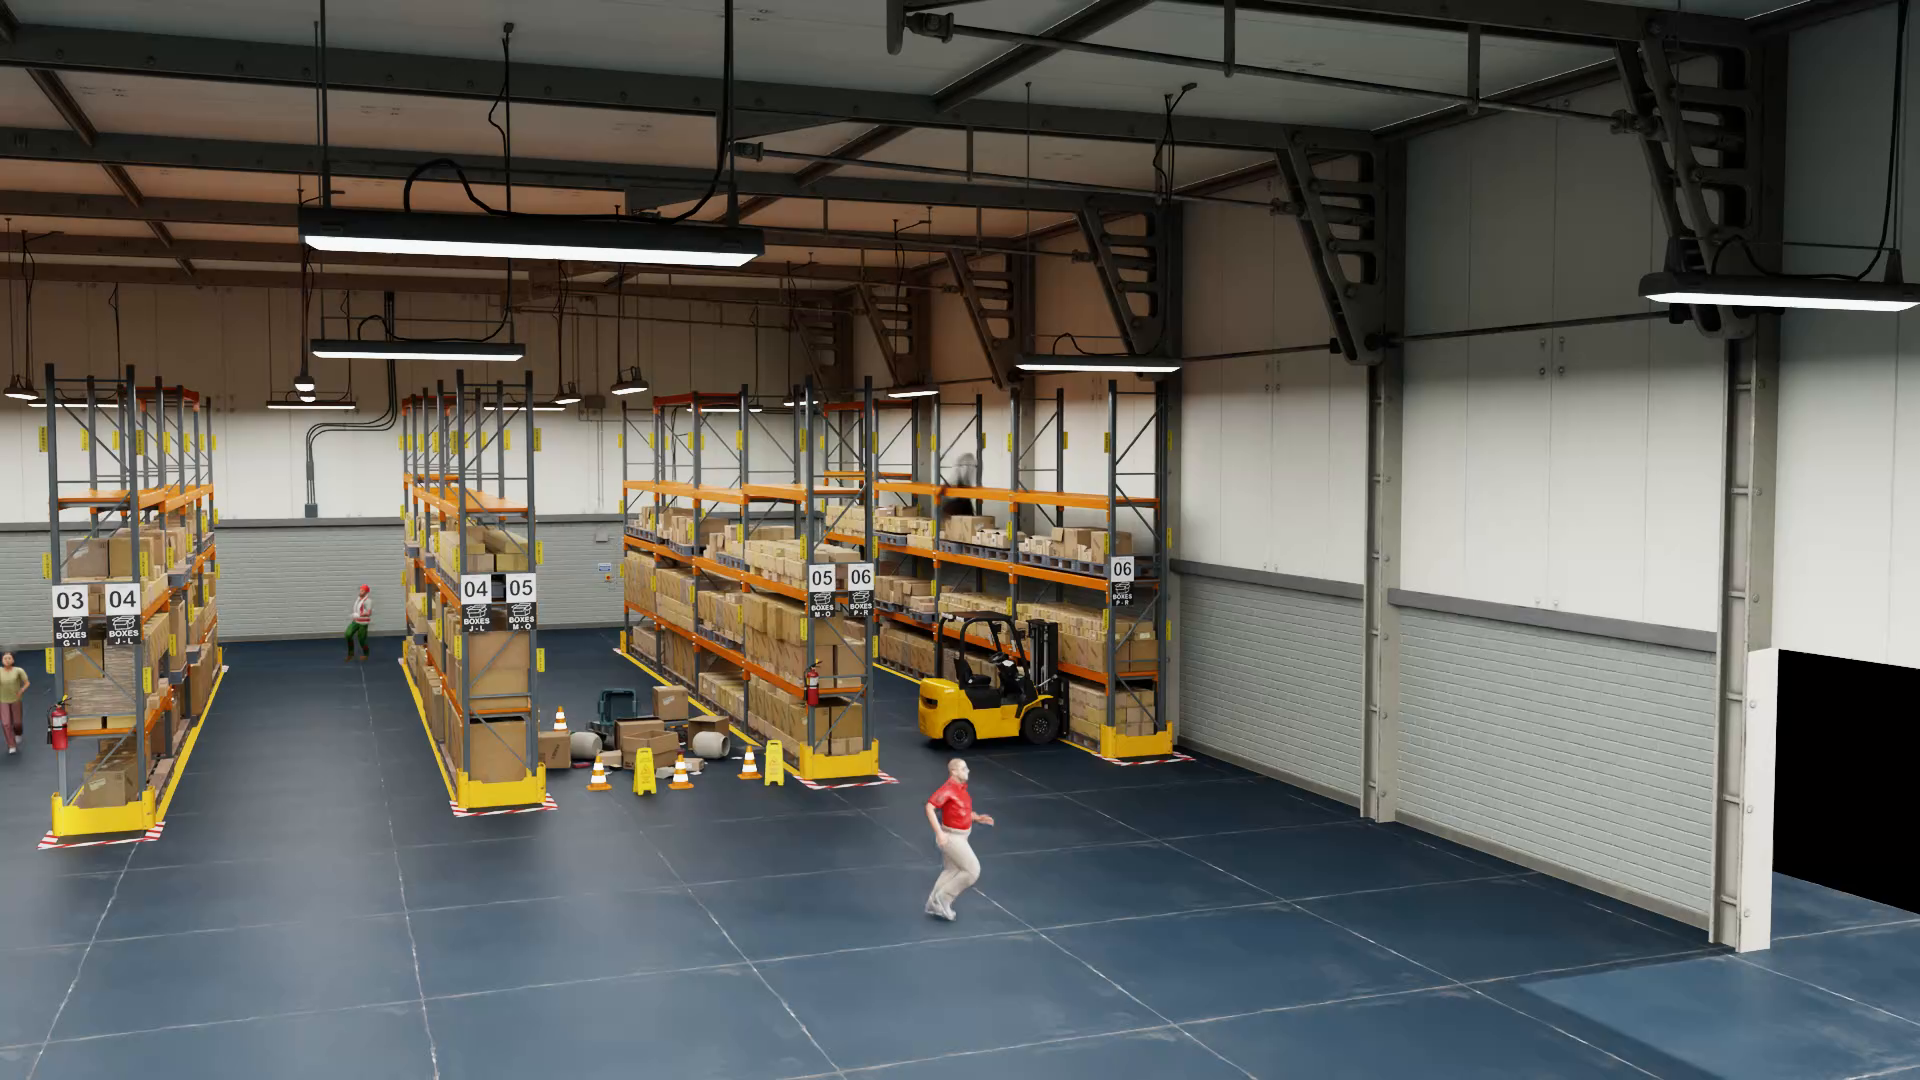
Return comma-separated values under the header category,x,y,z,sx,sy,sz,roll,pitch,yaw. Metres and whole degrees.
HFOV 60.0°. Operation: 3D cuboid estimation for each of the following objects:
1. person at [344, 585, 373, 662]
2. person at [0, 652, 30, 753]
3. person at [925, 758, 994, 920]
category,x,y,z,sx,sy,sz,roll,pitch,yaw
person,-13.655,1.893,37.904,0.674,1.752,0.699,2,4,25
person,-15.379,2.613,26.914,0.572,1.627,0.604,-1,4,-24
person,-0.018,3.130,17.408,0.741,1.685,0.638,1,3,12
